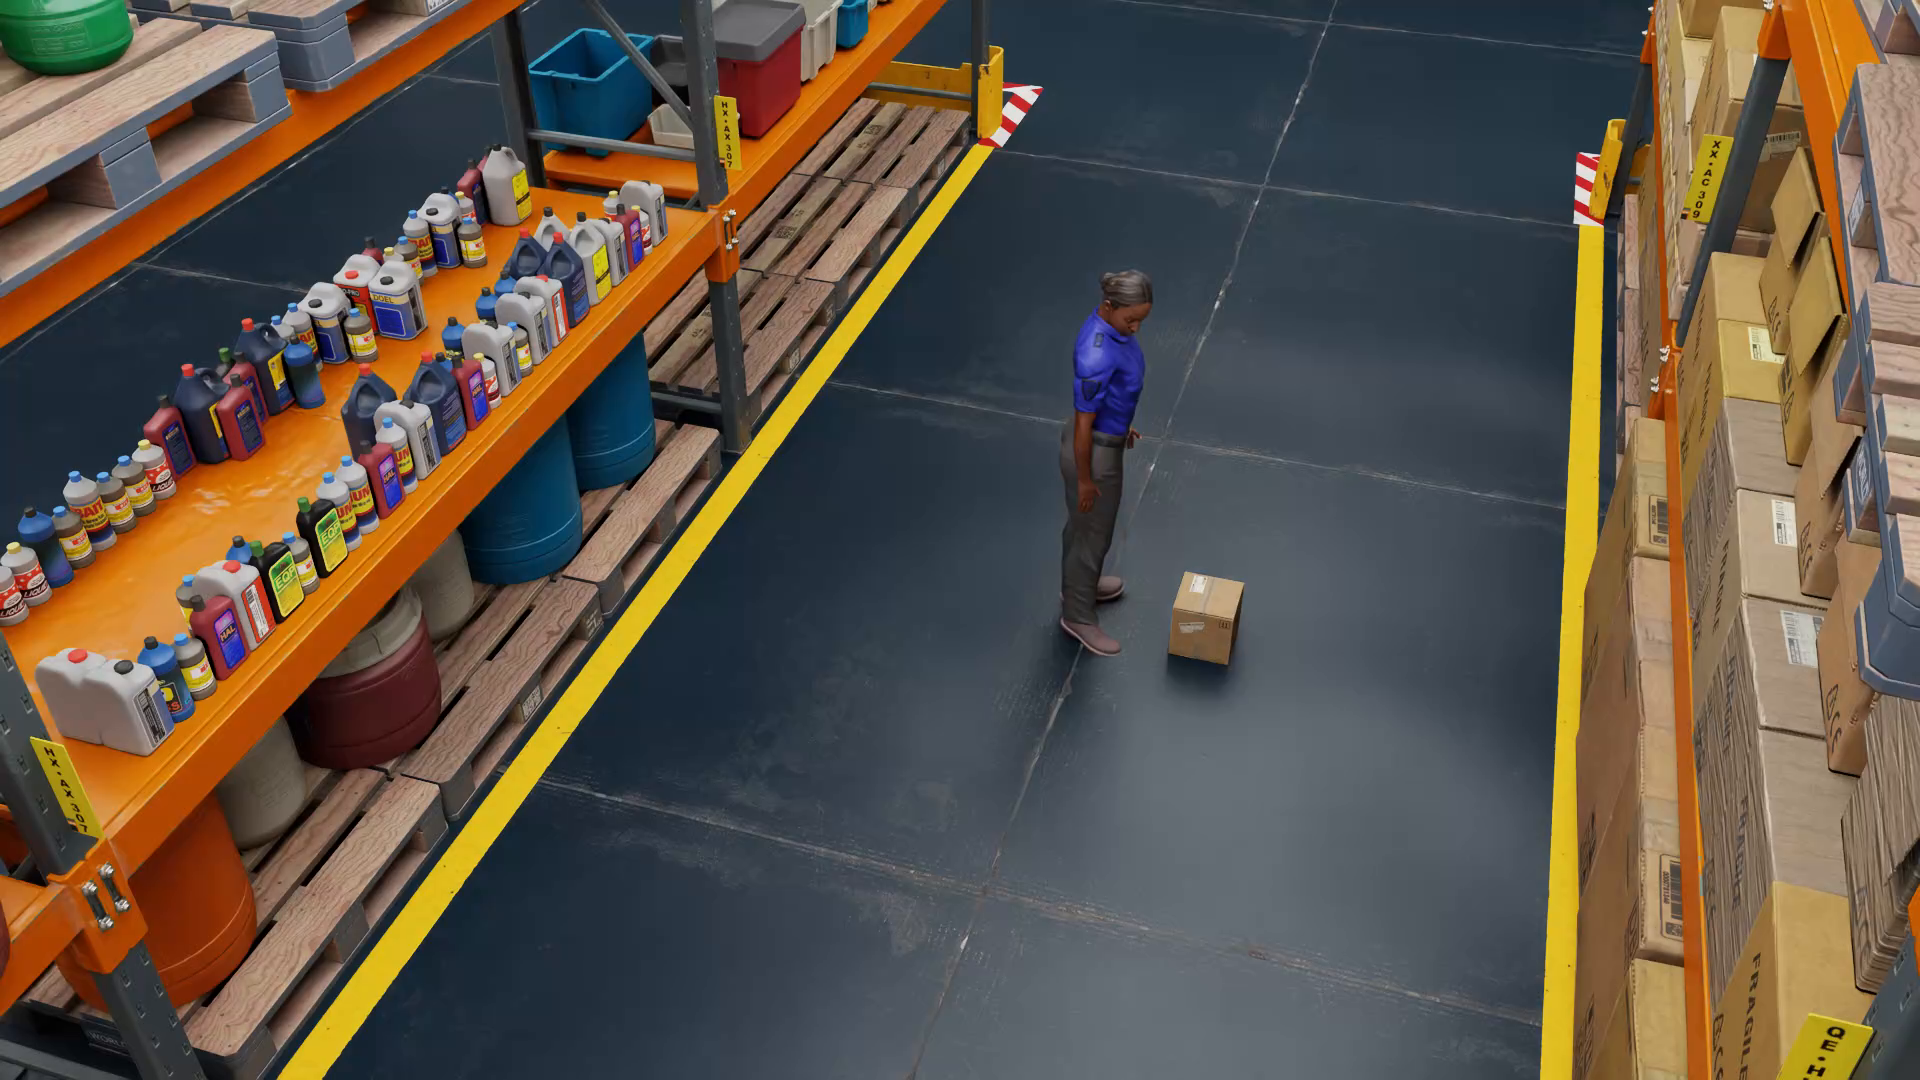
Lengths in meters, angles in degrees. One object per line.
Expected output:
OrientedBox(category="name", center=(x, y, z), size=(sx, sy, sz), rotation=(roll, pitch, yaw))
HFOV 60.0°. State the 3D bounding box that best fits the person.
OrientedBox(category="person", center=(0.556, -0.337, 6.601), size=(0.324, 1.669, 0.548), rotation=(4, 37, 6))
